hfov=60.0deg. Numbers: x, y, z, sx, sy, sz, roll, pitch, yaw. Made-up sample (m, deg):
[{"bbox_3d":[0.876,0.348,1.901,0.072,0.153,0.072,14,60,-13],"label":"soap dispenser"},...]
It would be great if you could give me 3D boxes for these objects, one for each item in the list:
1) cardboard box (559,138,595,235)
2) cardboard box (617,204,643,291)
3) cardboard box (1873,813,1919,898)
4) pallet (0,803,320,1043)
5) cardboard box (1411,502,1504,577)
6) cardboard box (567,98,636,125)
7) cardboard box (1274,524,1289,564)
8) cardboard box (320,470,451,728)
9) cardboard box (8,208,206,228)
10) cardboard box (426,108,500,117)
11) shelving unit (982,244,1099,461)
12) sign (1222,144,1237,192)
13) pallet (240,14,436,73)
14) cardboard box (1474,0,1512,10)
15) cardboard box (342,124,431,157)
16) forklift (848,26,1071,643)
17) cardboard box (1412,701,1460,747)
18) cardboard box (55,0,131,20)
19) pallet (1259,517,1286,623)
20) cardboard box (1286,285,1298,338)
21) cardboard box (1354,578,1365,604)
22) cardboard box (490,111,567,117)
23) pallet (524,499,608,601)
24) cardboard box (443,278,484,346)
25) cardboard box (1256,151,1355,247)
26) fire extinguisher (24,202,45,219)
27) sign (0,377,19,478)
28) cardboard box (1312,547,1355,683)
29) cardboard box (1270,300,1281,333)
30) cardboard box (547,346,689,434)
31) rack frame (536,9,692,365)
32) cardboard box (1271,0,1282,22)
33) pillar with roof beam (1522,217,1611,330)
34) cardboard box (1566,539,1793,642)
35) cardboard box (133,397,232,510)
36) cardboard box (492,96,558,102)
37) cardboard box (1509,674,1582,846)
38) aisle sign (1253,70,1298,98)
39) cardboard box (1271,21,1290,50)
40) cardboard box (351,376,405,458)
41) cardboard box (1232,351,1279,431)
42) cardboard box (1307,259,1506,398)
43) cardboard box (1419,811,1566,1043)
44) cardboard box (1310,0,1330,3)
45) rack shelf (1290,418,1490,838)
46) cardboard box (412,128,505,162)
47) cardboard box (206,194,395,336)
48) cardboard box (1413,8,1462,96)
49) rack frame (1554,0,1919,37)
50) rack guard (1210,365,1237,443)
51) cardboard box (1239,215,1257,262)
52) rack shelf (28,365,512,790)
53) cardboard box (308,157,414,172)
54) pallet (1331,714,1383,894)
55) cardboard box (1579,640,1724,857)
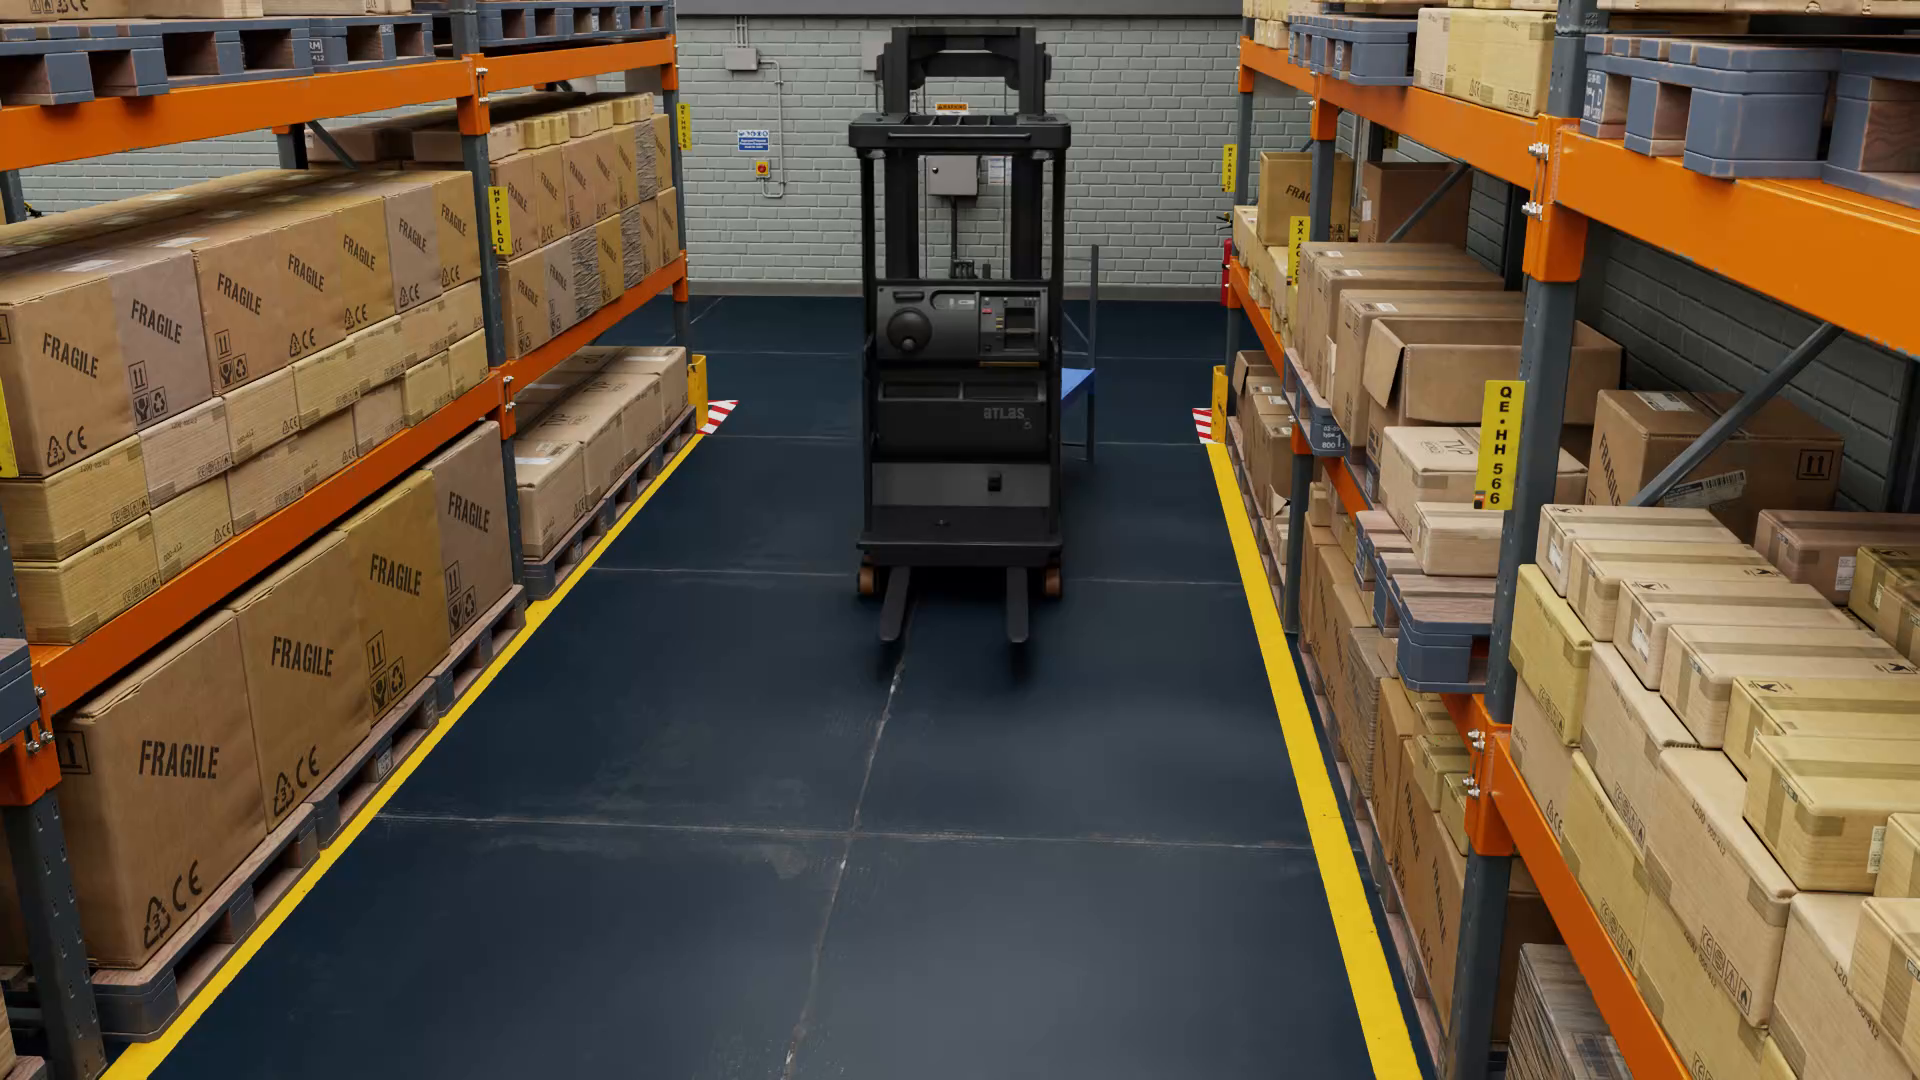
[{"bbox_3d":[-2.432,-2.041,9.569,0.500,0.500,0.500,2,18,5],"label":"cardboard box"},{"bbox_3d":[-2.360,-1.879,10.679,0.500,0.500,0.500,2,18,6],"label":"cardboard box"},{"bbox_3d":[1.546,0.512,2.340,0.380,0.149,0.250,1,18,4],"label":"cardboard box"},{"bbox_3d":[-2.953,1.264,5.727,1.003,0.211,1.213,1,18,4],"label":"pallet"},{"bbox_3d":[1.531,-0.001,4.838,0.380,0.149,0.250,2,18,5],"label":"cardboard box"},{"bbox_3d":[-2.325,-2.779,10.778,0.380,0.149,0.250,2,18,5],"label":"cardboard box"},{"bbox_3d":[1.900,0.025,8.934,0.380,0.149,0.250,1,18,2],"label":"cardboard box"},{"bbox_3d":[-2.820,0.225,7.157,0.875,0.875,0.875,2,18,6],"label":"cardboard box"},{"bbox_3d":[-3.194,-0.978,6.323,0.500,0.500,0.500,1,18,3],"label":"cardboard box"},{"bbox_3d":[-2.936,-2.466,9.825,0.380,0.149,0.250,1,18,4],"label":"cardboard box"},{"bbox_3d":[0.535,-1.138,10.988,0.538,1.500,1.048,6,19,17],"label":"shelving unit"},{"bbox_3d":[1.899,-2.616,11.701,0.100,0.325,0.005,1,18,4],"label":"sign"},{"bbox_3d":[-2.815,-2.109,7.032,0.805,0.209,1.217,1,18,2],"label":"pallet"},{"bbox_3d":[1.708,-1.607,4.793,0.380,0.149,0.250,1,18,4],"label":"cardboard box"},{"bbox_3d":[-2.966,-2.073,8.626,0.380,0.149,0.250,2,18,5],"label":"cardboard box"},{"bbox_3d":[0.009,-1.180,8.816,1.130,2.935,3.031,1,18,2],"label":"forklift"},{"bbox_3d":[1.701,0.646,5.431,0.380,0.149,0.250,1,18,2],"label":"cardboard box"},{"bbox_3d":[-3.248,-2.044,5.693,0.500,0.500,0.500,1,18,4],"label":"cardboard box"},{"bbox_3d":[2.203,0.161,9.092,1.003,0.211,1.213,1,18,4],"label":"pallet"},{"bbox_3d":[1.946,-1.184,8.484,0.500,0.250,0.500,2,18,5],"label":"cardboard box"},{"bbox_3d":[1.851,0.165,6.901,0.380,0.149,0.250,1,18,4],"label":"cardboard box"},{"bbox_3d":[-2.475,-2.381,9.565,0.380,0.149,0.250,1,18,4],"label":"cardboard box"},{"bbox_3d":[-2.665,0.030,9.491,1.003,0.211,1.213,1,18,4],"label":"pallet"},{"bbox_3d":[-2.587,-1.084,7.853,0.500,0.250,0.500,1,18,4],"label":"cardboard box"},{"bbox_3d":[2.032,-2.019,9.825,0.500,0.500,0.500,2,18,5],"label":"cardboard box"},{"bbox_3d":[-6.977,-2.236,12.652,0.296,0.674,0.183,1,18,4],"label":"fire extinguisher"},{"bbox_3d":[-2.543,-0.321,4.354,0.100,0.325,0.005,1,18,4],"label":"sign"},{"bbox_3d":[1.866,0.348,7.382,0.500,0.500,0.500,1,18,3],"label":"cardboard box"},{"bbox_3d":[1.952,-1.259,9.353,0.380,0.149,0.250,1,18,3],"label":"cardboard box"},{"bbox_3d":[-2.459,-1.077,11.834,0.875,0.438,0.875,1,18,2],"label":"cardboard box"},{"bbox_3d":[-2.511,-2.303,12.133,1.000,3.000,0.127,1,18,4],"label":"rack frame"},{"bbox_3d":[2.057,-3.079,9.447,0.500,0.250,0.500,1,18,3],"label":"cardboard box"},{"bbox_3d":[-1.192,-4.094,7.965,9.100,9.000,0.400,1,18,4],"label":"pillar with roof beam"},{"bbox_3d":[1.532,0.111,3.564,0.380,0.149,0.250,2,18,5],"label":"cardboard box"},{"bbox_3d":[-2.764,-0.297,5.449,0.500,0.250,0.500,2,18,5],"label":"cardboard box"},{"bbox_3d":[-2.894,-2.868,11.051,0.380,0.149,0.250,2,18,6],"label":"cardboard box"},{"bbox_3d":[1.591,0.495,3.835,0.500,0.250,0.500,1,18,4],"label":"cardboard box"},{"bbox_3d":[2.152,-3.456,11.478,0.394,0.787,0.004,1,18,4],"label":"aisle sign"},{"bbox_3d":[1.965,-2.854,9.401,0.380,0.149,0.250,2,18,5],"label":"cardboard box"},{"bbox_3d":[-2.672,-0.530,6.963,0.500,0.250,0.500,1,18,2],"label":"cardboard box"},{"bbox_3d":[2.302,-1.018,11.549,0.797,0.503,0.637,1,18,2],"label":"cardboard box"},{"bbox_3d":[1.858,-0.892,6.992,0.700,0.500,0.500,1,18,5],"label":"cardboard box"},{"bbox_3d":[1.682,1.144,4.955,0.500,0.500,0.500,2,18,6],"label":"cardboard box"},{"bbox_3d":[1.682,-2.340,6.999,0.380,0.149,0.250,1,18,5],"label":"cardboard box"},{"bbox_3d":[2.010,0.012,6.224,1.077,0.370,4.000,1,18,4],"label":"rack shelf"},{"bbox_3d":[-2.516,-1.984,8.351,0.380,0.149,0.250,1,18,3],"label":"cardboard box"},{"bbox_3d":[-2.665,-1.121,6.760,0.500,0.500,0.500,2,18,6],"label":"cardboard box"},{"bbox_3d":[1.732,-1.539,5.226,0.500,0.250,0.500,1,18,4],"label":"cardboard box"},{"bbox_3d":[1.866,-2.559,3.282,1.000,3.000,0.127,1,18,4],"label":"rack frame"},{"bbox_3d":[2.434,-0.982,12.116,1.175,0.500,0.348,1,18,4],"label":"rack guard"},{"bbox_3d":[2.103,-1.972,10.886,0.500,0.250,0.500,1,18,5],"label":"cardboard box"},{"bbox_3d":[-2.941,-0.097,6.558,1.077,0.370,4.000,1,18,4],"label":"rack shelf"},{"bbox_3d":[-3.040,-1.736,8.637,0.500,0.500,0.500,1,18,3],"label":"cardboard box"},{"bbox_3d":[2.048,1.008,6.508,1.003,0.211,1.213,1,18,4],"label":"pallet"},{"bbox_3d":[1.554,0.413,3.283,0.500,0.250,0.500,2,18,6],"label":"cardboard box"}]
